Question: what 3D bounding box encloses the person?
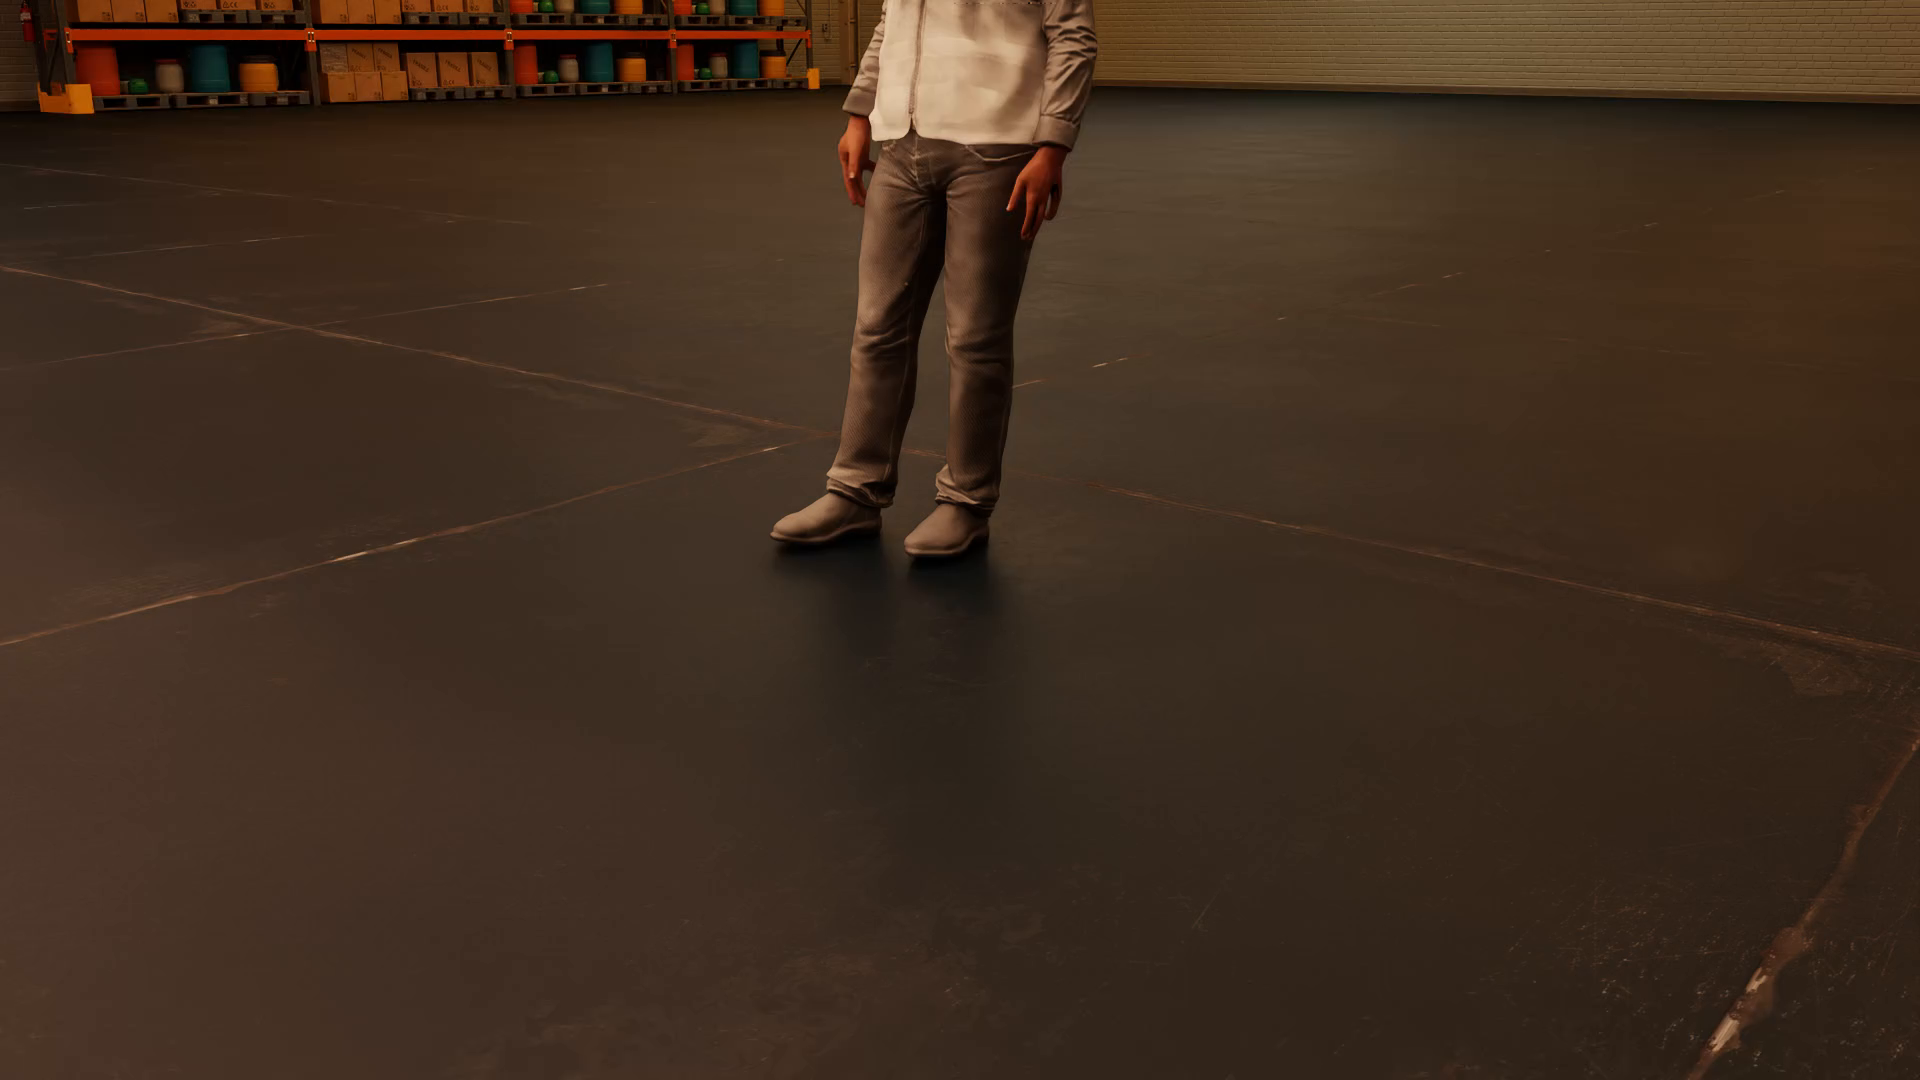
[{"bbox_3d":[-0.046,-0.843,3.640,0.633,1.775,0.566,13,21,37],"label":"person"}]
